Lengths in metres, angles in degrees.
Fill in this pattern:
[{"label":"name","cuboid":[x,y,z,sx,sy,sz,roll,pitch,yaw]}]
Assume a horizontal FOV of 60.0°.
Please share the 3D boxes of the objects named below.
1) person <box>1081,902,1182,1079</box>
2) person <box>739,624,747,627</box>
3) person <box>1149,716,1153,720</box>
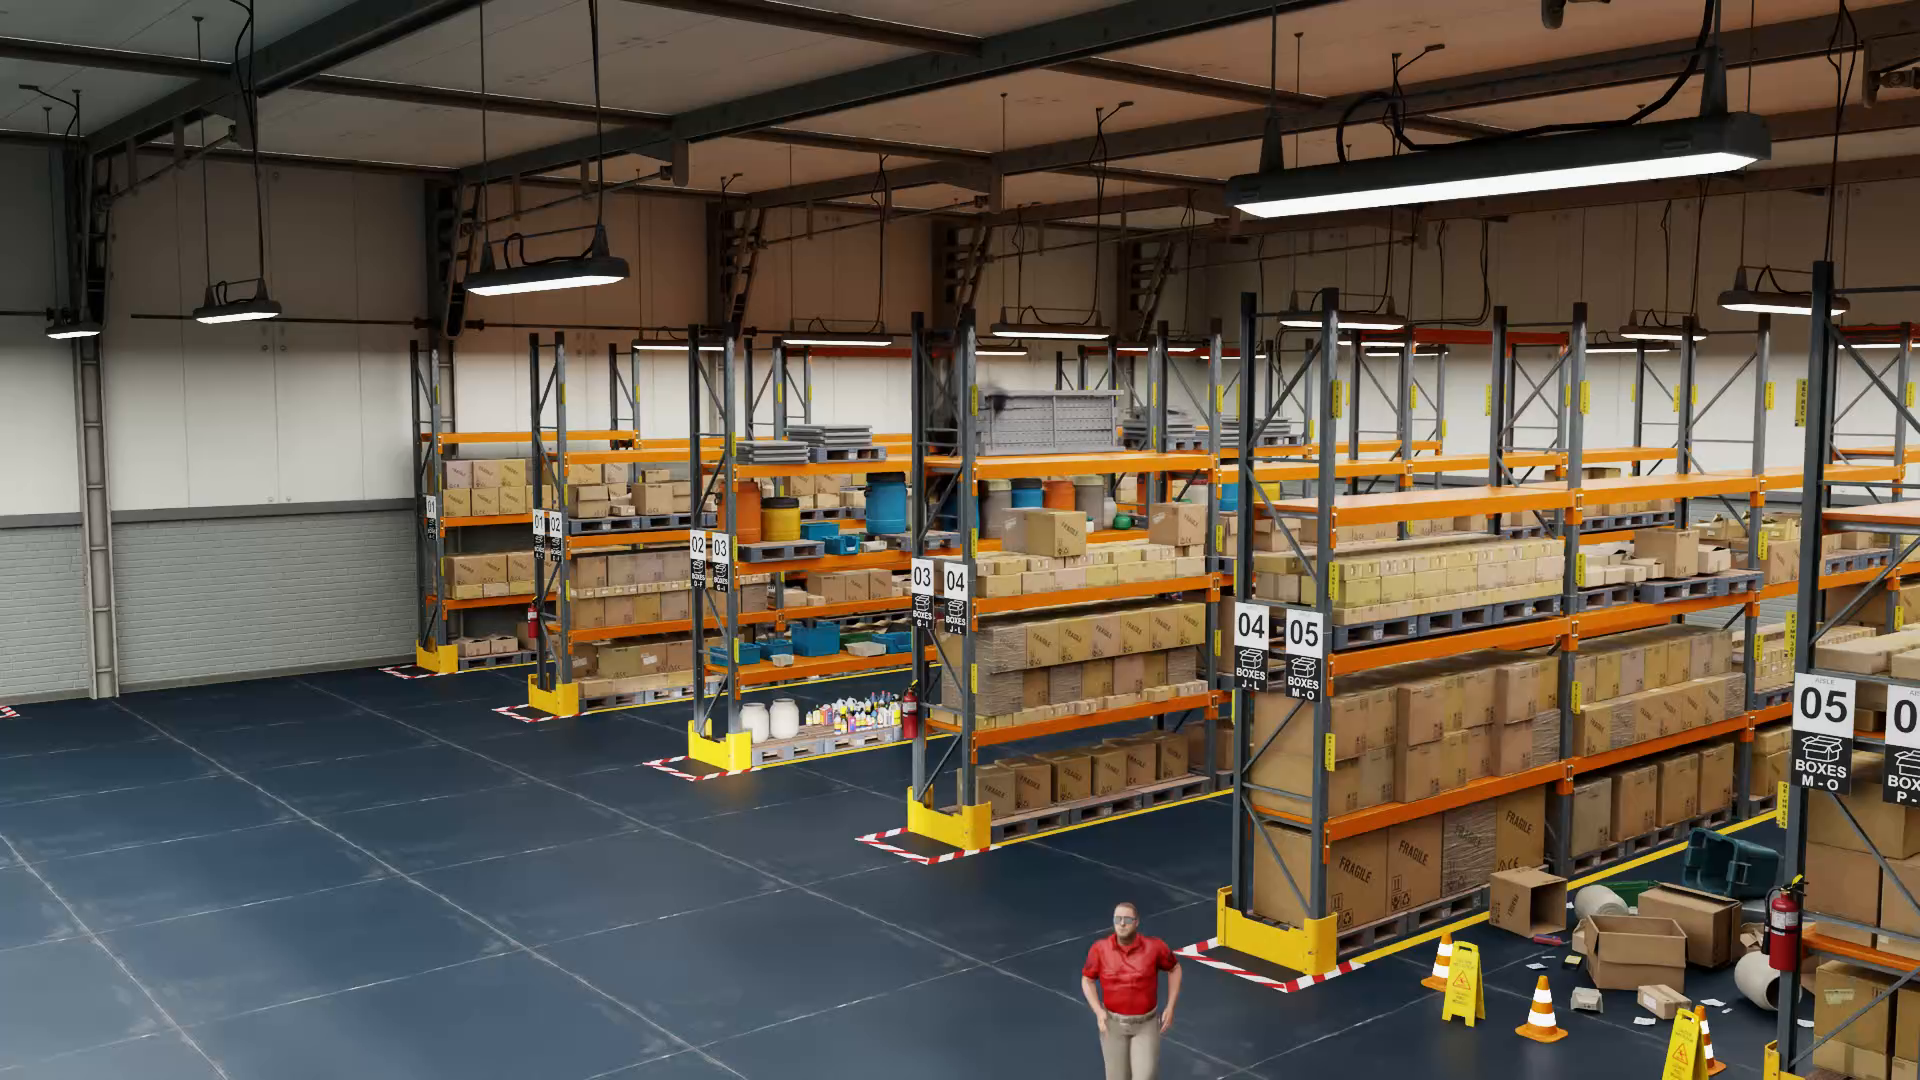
[{"label":"person","cuboid":[1.142,3.292,11.219,0.674,1.688,0.541,1,5,10]},{"label":"person","cuboid":[-4.059,1.479,31.081,0.607,1.648,0.592,5,7,44]},{"label":"person","cuboid":[2.792,1.826,24.173,0.544,1.680,0.607,5,7,41]}]
